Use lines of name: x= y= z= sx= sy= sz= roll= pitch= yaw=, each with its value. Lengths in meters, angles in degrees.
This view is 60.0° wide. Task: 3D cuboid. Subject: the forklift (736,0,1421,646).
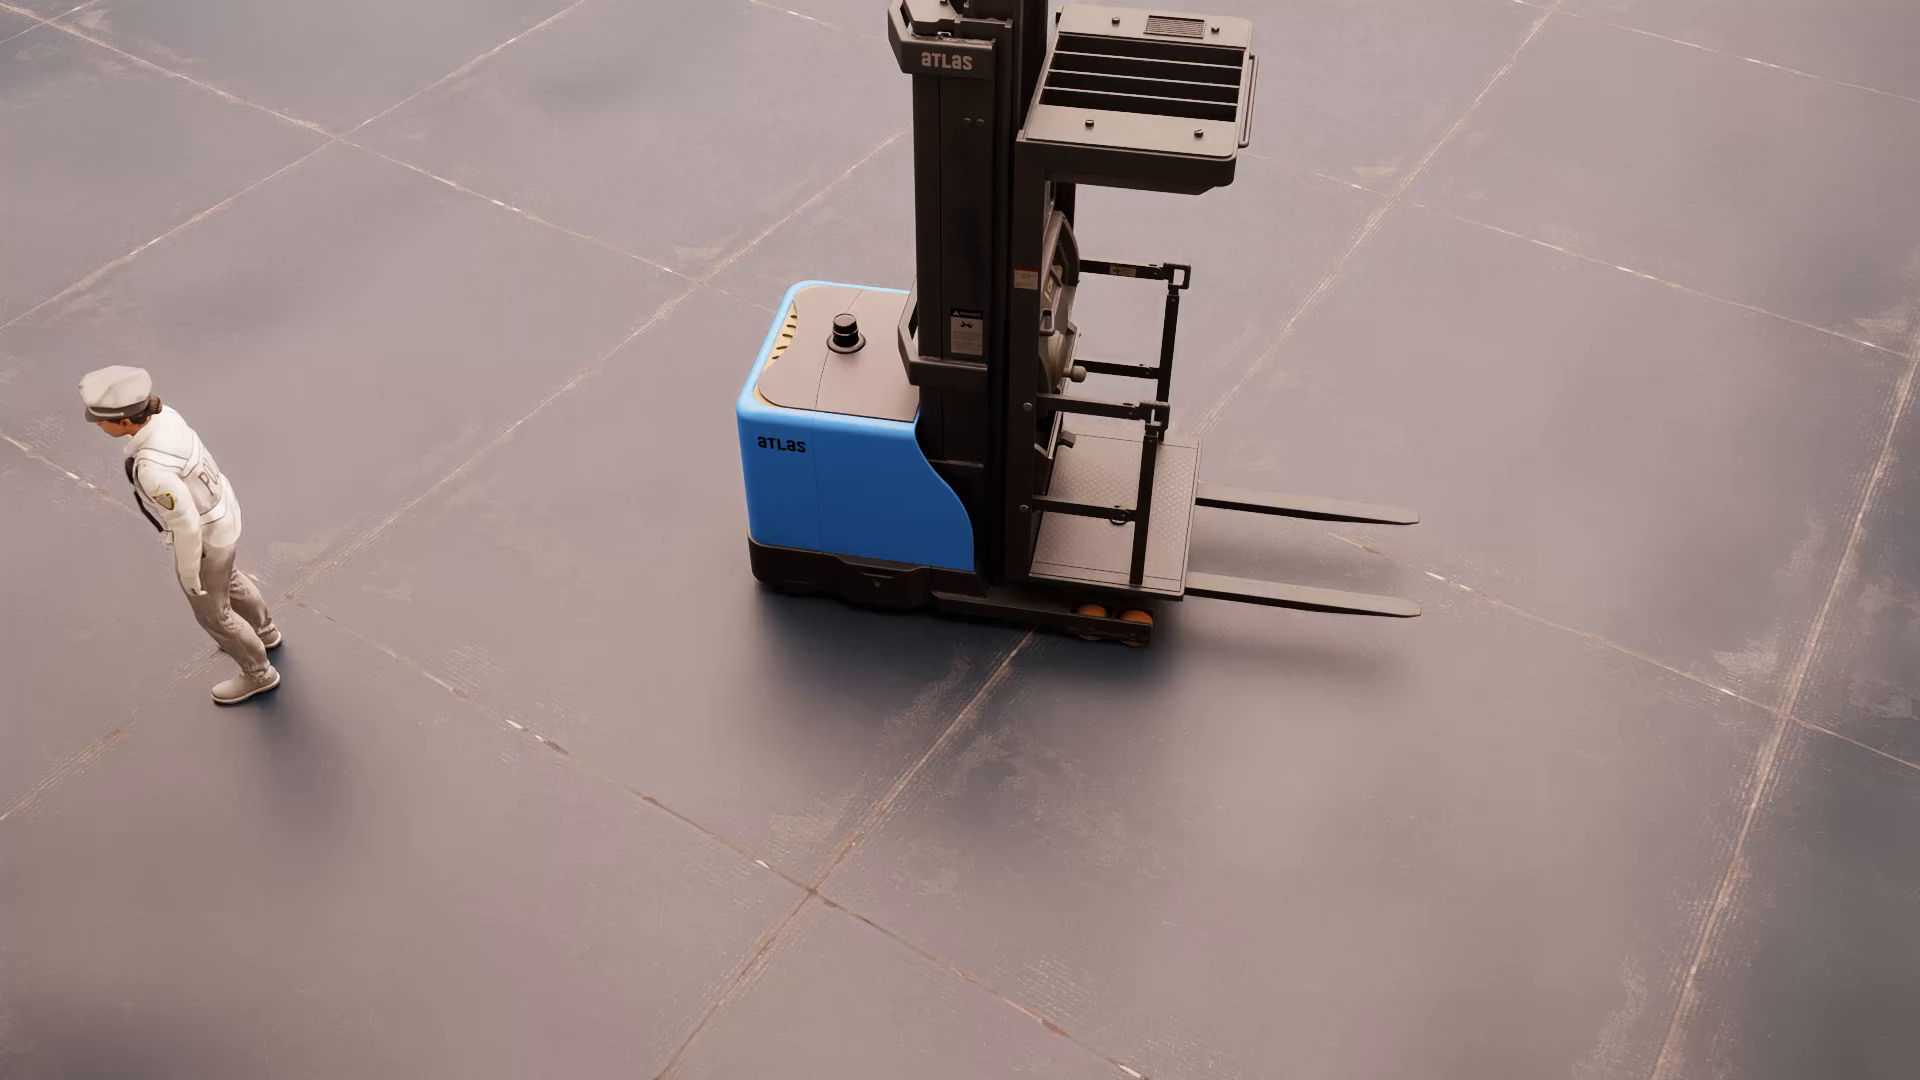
forklift: x=0.598 y=-0.987 z=6.890 sx=3.031 sy=2.935 sz=1.130 roll=7 pitch=44 yaw=8

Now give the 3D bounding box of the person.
person: x=-3.121 y=-0.019 z=6.790 sx=0.373 sy=1.665 sz=0.547 roll=-12 pitch=45 yaw=-12
